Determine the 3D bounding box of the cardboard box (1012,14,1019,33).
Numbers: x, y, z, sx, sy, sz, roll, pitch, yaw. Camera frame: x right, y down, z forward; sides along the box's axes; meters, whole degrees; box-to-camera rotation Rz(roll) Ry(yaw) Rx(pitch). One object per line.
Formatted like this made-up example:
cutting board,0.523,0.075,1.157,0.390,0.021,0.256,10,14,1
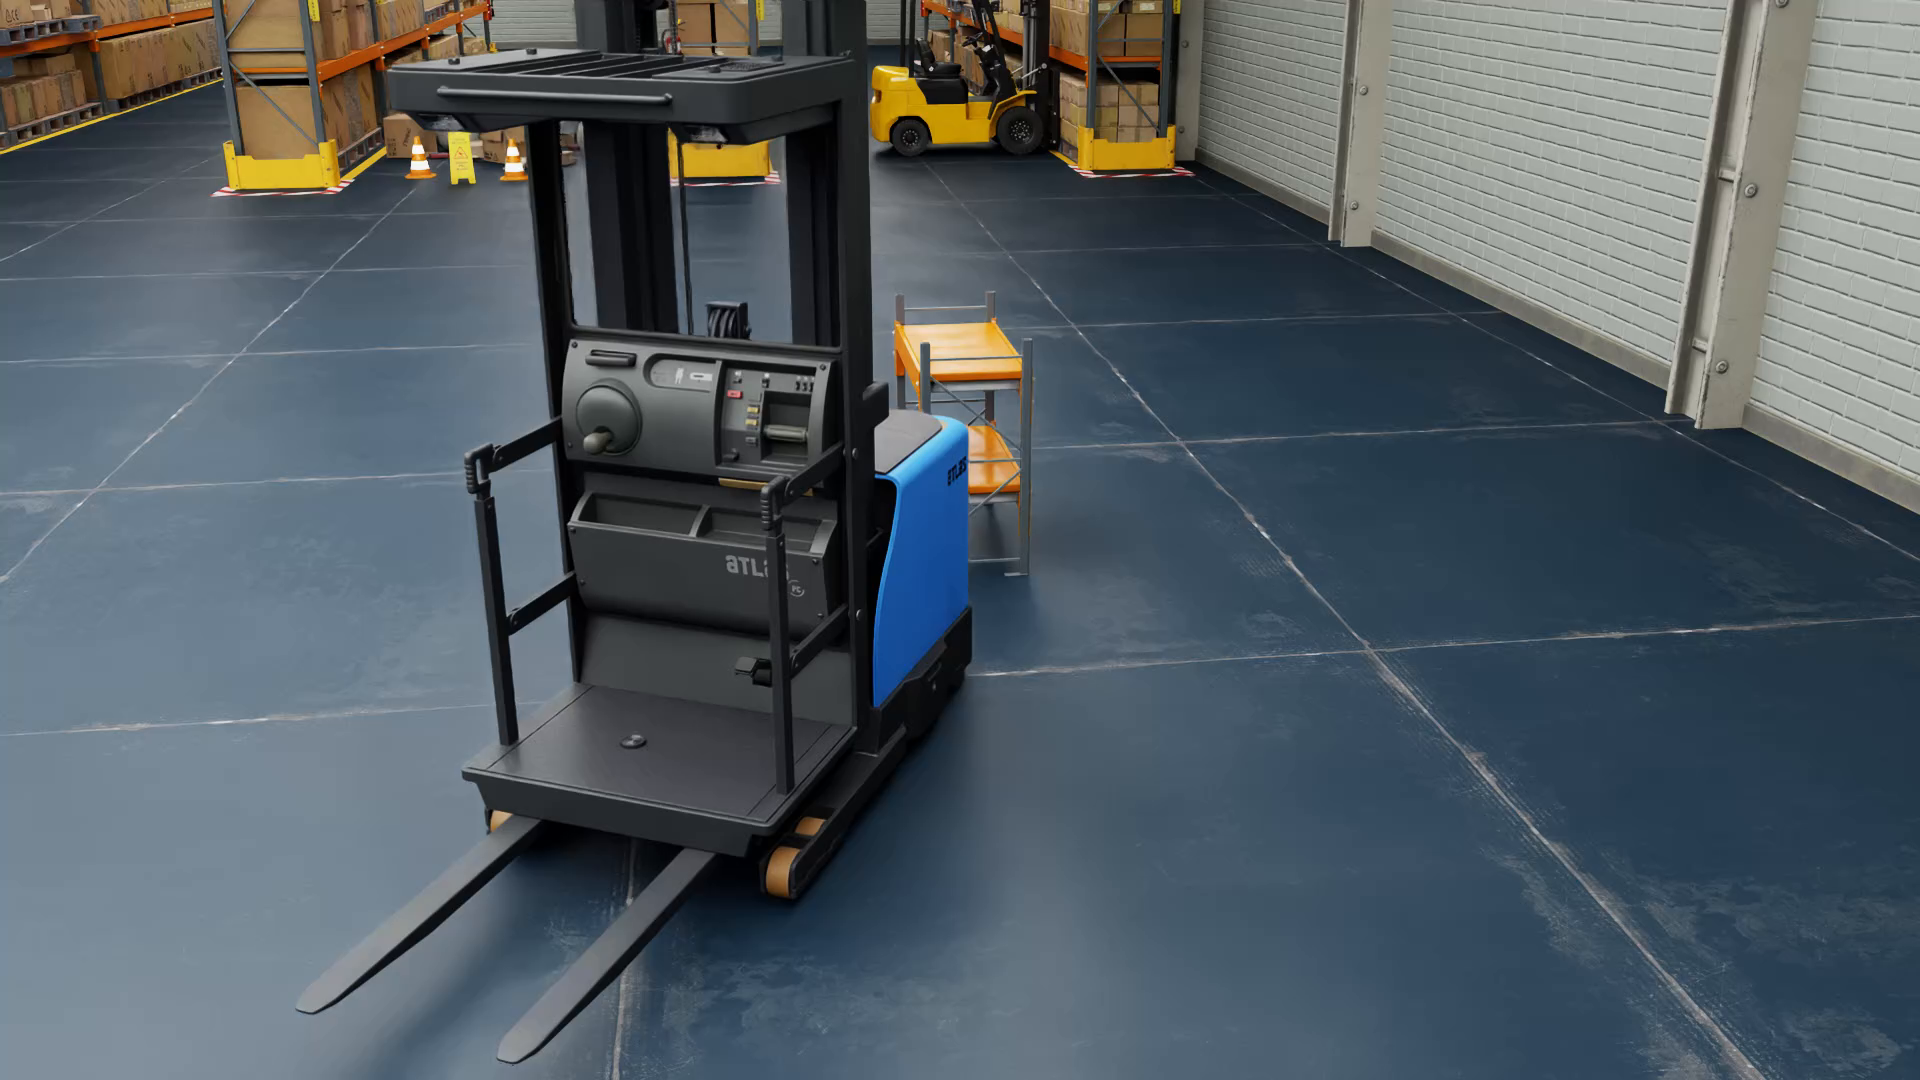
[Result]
cardboard box,1.061,-7.666,24.668,0.500,0.250,0.500,-3,21,-8

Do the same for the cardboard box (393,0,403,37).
cardboard box,-8.277,-7.455,23.747,0.500,0.500,0.500,-3,21,-8

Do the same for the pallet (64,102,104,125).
pallet,-13.713,-6.457,25.204,1.003,0.211,1.213,-3,21,-8

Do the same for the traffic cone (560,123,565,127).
traffic cone,-6.036,-6.370,24.609,0.336,0.463,0.334,-3,21,-8

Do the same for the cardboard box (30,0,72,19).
cardboard box,-13.527,-7.905,24.350,0.700,0.500,0.500,0,20,0

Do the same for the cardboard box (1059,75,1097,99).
cardboard box,1.510,-5.887,21.593,0.500,0.250,0.500,-3,21,-7

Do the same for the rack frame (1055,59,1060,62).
rack frame,1.470,-7.401,23.745,1.000,3.000,0.127,-3,21,-8

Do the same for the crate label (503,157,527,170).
crate label,-5.427,-4.603,20.343,0.250,0.136,0.298,-15,25,-35

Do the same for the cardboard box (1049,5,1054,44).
cardboard box,1.442,-6.926,22.331,0.500,0.500,0.500,-3,21,-8

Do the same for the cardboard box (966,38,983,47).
cardboard box,0.322,-9.000,30.071,0.380,0.149,0.250,-3,21,-8

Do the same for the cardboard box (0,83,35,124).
cardboard box,-13.365,-6.064,23.110,0.700,0.500,0.500,-3,21,-8

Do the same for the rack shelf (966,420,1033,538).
rack shelf,-0.001,-0.300,8.111,0.538,0.278,1.000,-3,21,-8

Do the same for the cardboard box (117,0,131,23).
cardboard box,-13.779,-8.619,26.863,0.500,0.500,0.500,-3,21,-9

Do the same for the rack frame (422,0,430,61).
rack frame,-8.901,-8.250,26.017,1.000,3.000,0.127,-3,21,-8

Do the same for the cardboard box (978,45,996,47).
cardboard box,0.502,-8.367,28.375,0.380,0.149,0.250,-4,21,-11

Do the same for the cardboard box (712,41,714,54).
cardboard box,-3.257,-6.121,20.676,0.380,0.149,0.250,-3,21,-7

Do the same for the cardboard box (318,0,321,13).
cardboard box,-7.934,-6.372,19.232,0.875,0.550,0.550,-3,21,-8

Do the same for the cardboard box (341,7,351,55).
cardboard box,-8.021,-6.247,20.441,0.875,0.550,0.500,-3,21,-8

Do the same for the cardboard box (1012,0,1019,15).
cardboard box,1.065,-7.900,24.580,0.500,0.250,0.500,-3,21,-9

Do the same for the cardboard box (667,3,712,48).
cardboard box,-3.215,-6.125,19.759,0.500,0.500,0.500,-3,21,-9

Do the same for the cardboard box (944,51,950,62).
cardboard box,-0.105,-9.388,32.373,0.396,0.266,0.258,-2,21,-6

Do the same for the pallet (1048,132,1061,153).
pallet,1.723,-5.394,22.356,1.003,0.211,1.213,-3,21,-8

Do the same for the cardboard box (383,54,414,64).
cardboard box,-8.773,-6.875,24.950,1.050,0.750,0.750,-3,21,-7

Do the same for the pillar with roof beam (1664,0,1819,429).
pillar with roof beam,0.308,-4.741,8.049,9.100,9.000,0.400,-3,21,-8

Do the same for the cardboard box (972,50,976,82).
cardboard box,0.480,-8.302,29.130,0.500,0.500,0.500,-2,21,-5

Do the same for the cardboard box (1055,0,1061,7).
cardboard box,1.459,-7.092,21.846,0.380,0.149,0.250,-3,21,-9

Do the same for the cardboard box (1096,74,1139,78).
cardboard box,2.028,-5.916,21.668,0.500,0.250,0.500,-3,21,-8

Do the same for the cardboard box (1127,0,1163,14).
cardboard box,2.255,-6.497,20.255,0.380,0.149,0.250,-3,21,-9

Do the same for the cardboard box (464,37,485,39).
cardboard box,-9.727,-9.989,33.297,0.380,0.149,0.250,-3,21,-7

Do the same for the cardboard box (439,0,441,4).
cardboard box,-9.071,-9.227,28.392,0.380,0.149,0.250,-4,21,-10

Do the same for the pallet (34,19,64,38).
pallet,-13.498,-7.261,23.645,1.003,0.211,1.213,-3,21,-8

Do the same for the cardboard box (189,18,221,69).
cardboard box,-14.675,-9.473,31.729,0.875,0.875,0.875,-3,21,-8

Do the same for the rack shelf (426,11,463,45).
rack shelf,-9.190,-8.605,27.997,1.077,0.370,4.000,-3,21,-8

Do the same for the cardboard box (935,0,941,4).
cardboard box,-0.289,-10.772,33.129,0.380,0.149,0.250,-2,21,-7

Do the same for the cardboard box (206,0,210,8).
cardboard box,-14.413,-10.137,31.428,0.380,0.149,0.250,-3,21,-8

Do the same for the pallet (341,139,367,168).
pallet,-8.113,-4.868,20.948,1.003,0.211,1.213,-3,21,-8

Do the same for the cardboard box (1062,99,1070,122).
cardboard box,1.606,-5.486,21.232,0.500,0.250,0.500,-3,21,-8

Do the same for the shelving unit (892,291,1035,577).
shelving unit,-0.001,-0.529,8.026,0.538,1.125,1.048,-3,21,-8

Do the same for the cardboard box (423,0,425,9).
cardboard box,-8.805,-8.587,26.678,0.380,0.149,0.250,-2,21,-5

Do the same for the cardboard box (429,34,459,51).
cardboard box,-9.120,-8.766,29.301,0.500,0.250,0.500,-3,21,-9

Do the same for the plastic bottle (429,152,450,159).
plastic bottle,-6.657,-4.937,21.346,0.283,0.061,0.133,-11,23,-26

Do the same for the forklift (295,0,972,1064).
forklift,-0.917,-0.408,5.120,1.130,2.935,3.031,7,22,18

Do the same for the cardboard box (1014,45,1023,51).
cardboard box,1.127,-8.312,28.229,0.380,0.149,0.250,-2,21,-5

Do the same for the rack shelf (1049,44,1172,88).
rack shelf,1.759,-6.371,22.016,1.077,0.370,4.000,-3,21,-8

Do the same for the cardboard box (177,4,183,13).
cardboard box,-14.152,-9.512,29.755,0.380,0.149,0.250,-4,21,-10

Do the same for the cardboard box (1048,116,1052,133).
cardboard box,1.444,-5.596,22.243,0.500,0.250,0.500,-2,21,-6

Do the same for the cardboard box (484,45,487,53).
cardboard box,-9.696,-9.852,33.355,0.380,0.149,0.250,-3,21,-9
